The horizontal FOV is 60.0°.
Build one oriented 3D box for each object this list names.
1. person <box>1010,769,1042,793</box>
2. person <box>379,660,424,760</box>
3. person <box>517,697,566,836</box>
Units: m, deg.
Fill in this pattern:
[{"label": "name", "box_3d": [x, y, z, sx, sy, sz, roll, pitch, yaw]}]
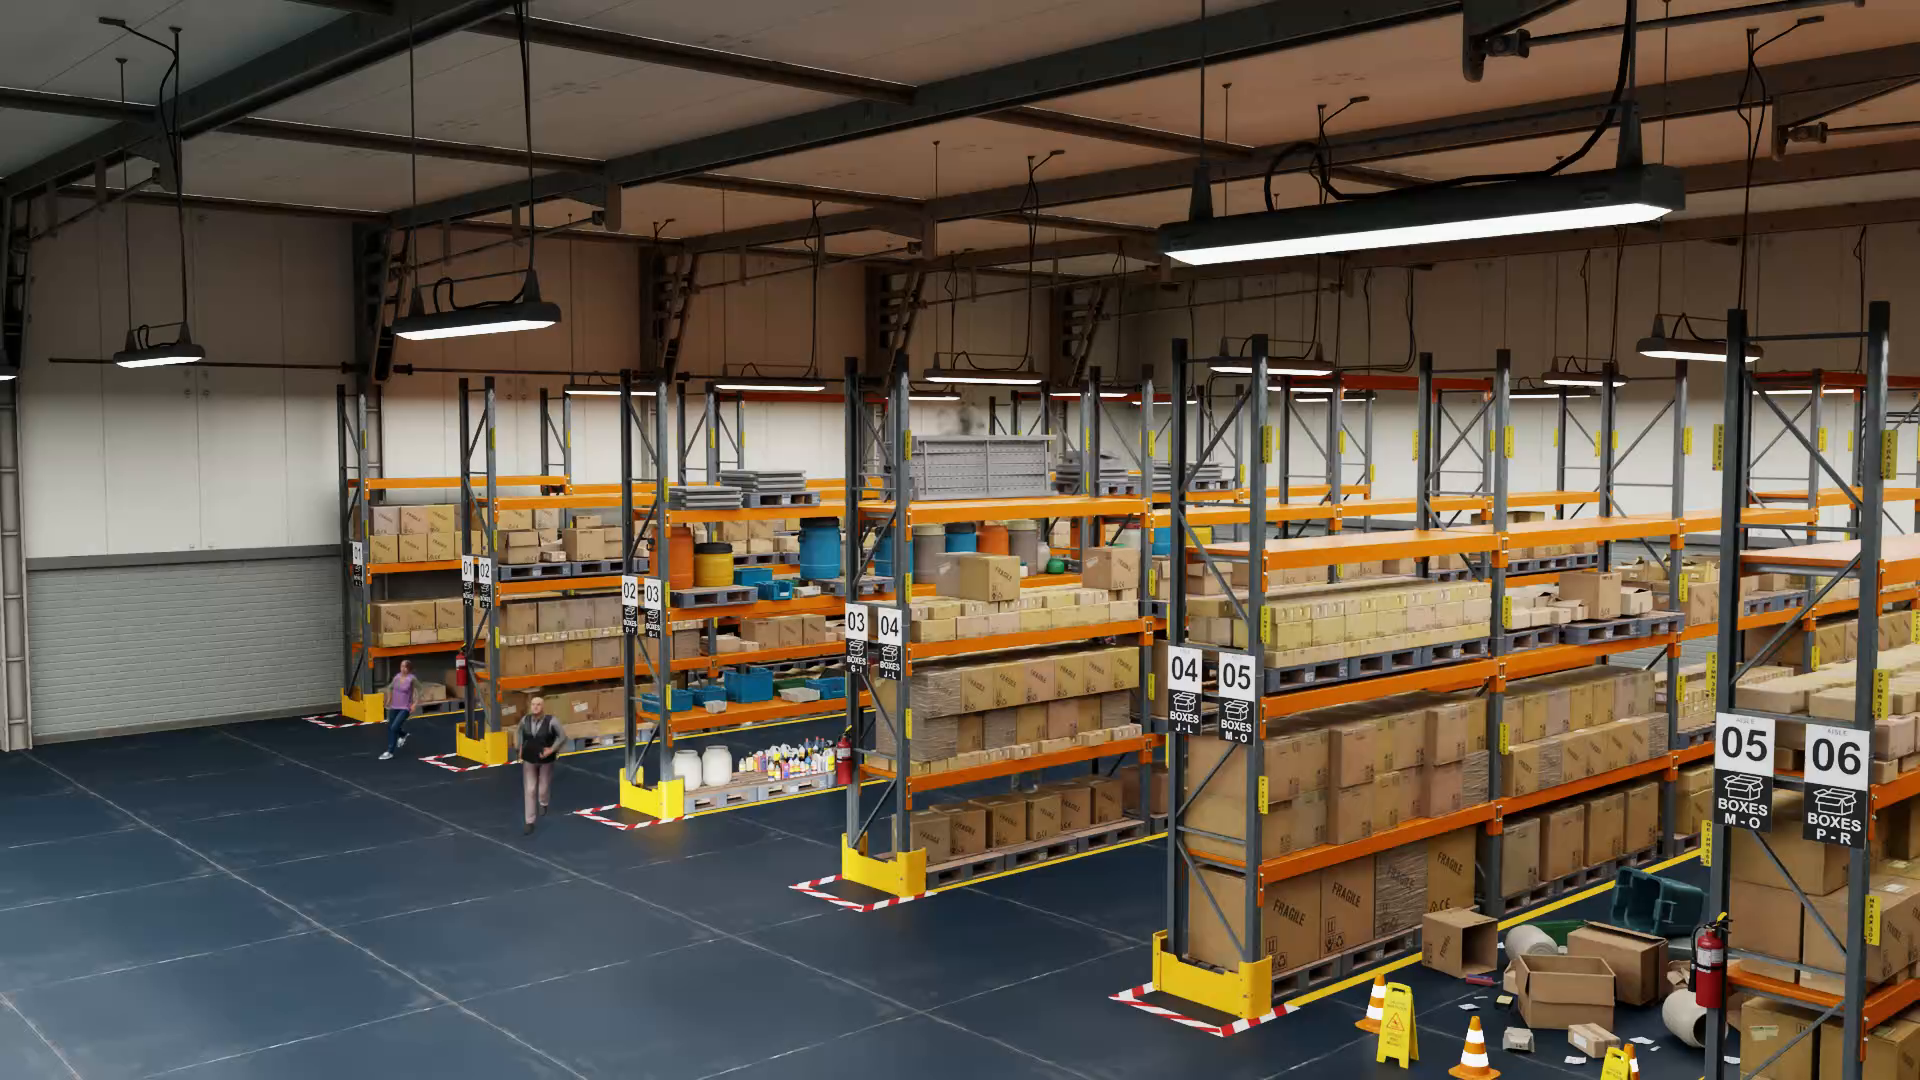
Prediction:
[{"label": "person", "box_3d": [0.910, 2.825, 23.333, 0.521, 1.636, 0.675, 3, 5, 36]}, {"label": "person", "box_3d": [-8.806, 2.664, 26.315, 0.598, 1.544, 0.758, 1, 4, 13]}, {"label": "person", "box_3d": [-5.434, 2.888, 21.612, 0.668, 1.740, 0.835, 0, 4, -3]}]
